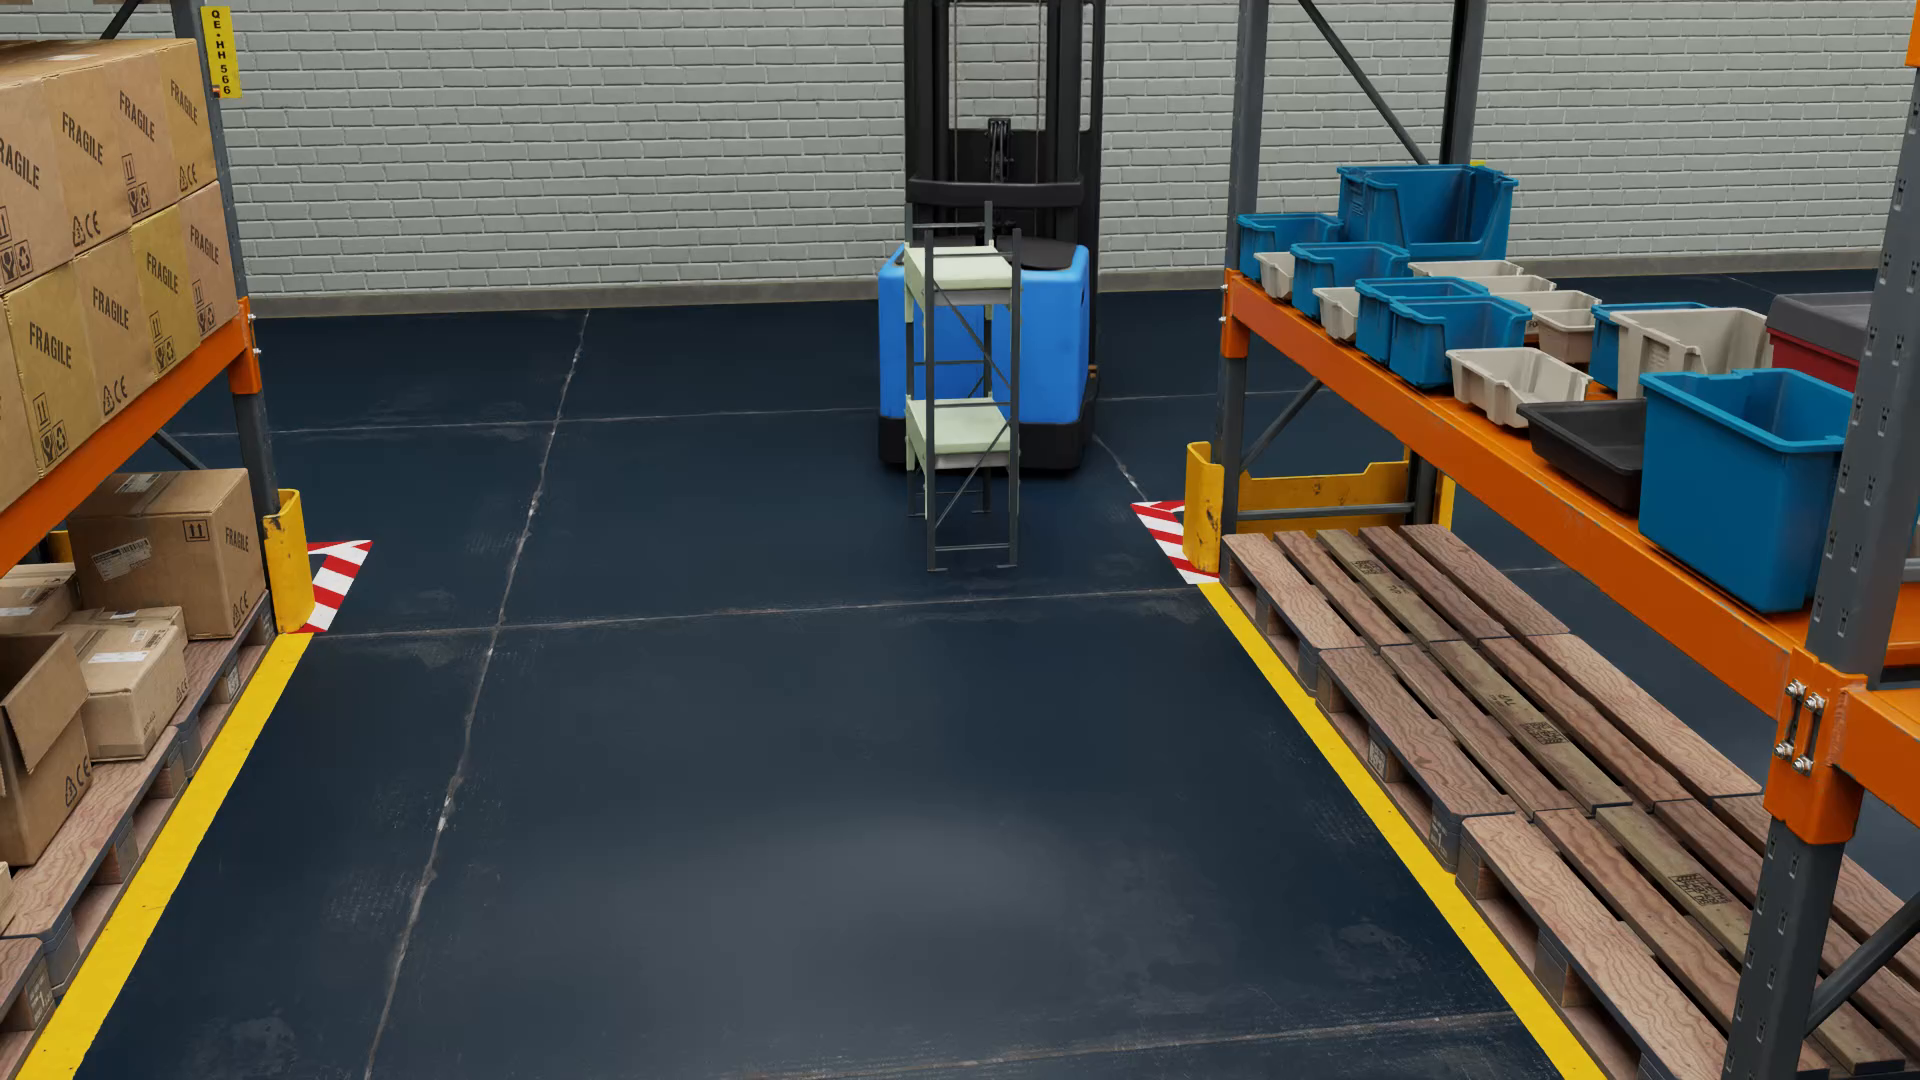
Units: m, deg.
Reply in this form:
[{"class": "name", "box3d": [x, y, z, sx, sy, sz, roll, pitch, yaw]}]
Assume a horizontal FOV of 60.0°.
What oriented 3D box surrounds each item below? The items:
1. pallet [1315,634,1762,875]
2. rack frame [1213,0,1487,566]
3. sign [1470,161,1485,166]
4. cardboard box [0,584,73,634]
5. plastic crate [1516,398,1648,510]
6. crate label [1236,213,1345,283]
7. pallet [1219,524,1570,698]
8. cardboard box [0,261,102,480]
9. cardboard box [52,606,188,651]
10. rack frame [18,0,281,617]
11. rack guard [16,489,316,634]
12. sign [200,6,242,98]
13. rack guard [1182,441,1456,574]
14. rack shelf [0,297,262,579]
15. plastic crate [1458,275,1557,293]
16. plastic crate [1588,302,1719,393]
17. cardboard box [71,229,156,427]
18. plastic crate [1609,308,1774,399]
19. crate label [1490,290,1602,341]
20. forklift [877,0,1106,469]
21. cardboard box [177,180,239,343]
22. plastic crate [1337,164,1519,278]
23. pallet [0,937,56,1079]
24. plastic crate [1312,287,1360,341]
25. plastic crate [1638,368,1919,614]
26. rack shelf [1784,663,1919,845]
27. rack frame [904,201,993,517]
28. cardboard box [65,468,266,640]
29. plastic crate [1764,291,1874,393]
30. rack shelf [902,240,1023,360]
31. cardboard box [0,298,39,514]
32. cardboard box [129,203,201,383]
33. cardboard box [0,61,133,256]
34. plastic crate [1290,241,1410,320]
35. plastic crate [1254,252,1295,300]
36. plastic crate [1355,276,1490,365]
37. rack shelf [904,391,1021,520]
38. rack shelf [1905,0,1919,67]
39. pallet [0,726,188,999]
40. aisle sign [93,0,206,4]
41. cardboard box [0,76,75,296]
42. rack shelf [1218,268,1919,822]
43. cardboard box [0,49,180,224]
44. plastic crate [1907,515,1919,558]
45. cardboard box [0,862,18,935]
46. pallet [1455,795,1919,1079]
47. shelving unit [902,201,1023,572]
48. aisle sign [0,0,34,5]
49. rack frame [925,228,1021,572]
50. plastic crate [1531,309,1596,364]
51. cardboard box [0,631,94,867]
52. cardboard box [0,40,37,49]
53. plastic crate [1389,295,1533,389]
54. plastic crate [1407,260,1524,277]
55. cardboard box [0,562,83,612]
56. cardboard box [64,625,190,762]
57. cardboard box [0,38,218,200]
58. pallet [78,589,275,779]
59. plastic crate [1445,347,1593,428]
[{"class": "pallet", "box3d": [1.877, 0.679, 5.596, 1.003, 0.211, 1.213, -3, 21, -8]}, {"class": "rack frame", "box3d": [1.624, -1.336, 7.006, 1.000, 3.000, 0.127, -3, 21, -8]}, {"class": "sign", "box3d": [2.166, -1.446, 7.067, 0.100, 0.325, 0.005, -3, 21, -8]}, {"class": "cardboard box", "box3d": [-3.408, 0.370, 5.739, 0.500, 0.250, 0.500, -3, 21, -8]}, {"class": "plastic crate", "box3d": [1.774, -0.224, 4.337, 0.437, 0.125, 0.590, -3, 21, -8]}, {"class": "crate label", "box3d": [1.334, -1.184, 6.751, 0.416, 0.233, 0.303, -3, 21, -8]}, {"class": "pallet", "box3d": [1.705, 0.258, 6.724, 1.003, 0.211, 1.213, -3, 21, -8]}, {"class": "cardboard box", "box3d": [-2.727, -0.466, 4.534, 0.500, 0.500, 0.500, -3, 21, -9]}, {"class": "cardboard box", "box3d": [-2.986, 0.354, 5.901, 0.380, 0.166, 0.250, -3, 21, -8]}, {"class": "rack frame", "box3d": [-3.278, -1.087, 6.340, 1.000, 3.000, 0.127, -3, 21, -8]}, {"class": "rack guard", "box3d": [-3.267, 0.110, 6.707, 1.175, 0.500, 0.348, -3, 21, -8]}, {"class": "sign", "box3d": [-2.726, -1.799, 6.139, 0.100, 0.325, 0.005, -3, 21, -8]}, {"class": "rack guard", "box3d": [1.608, -0.173, 7.464, 1.175, 0.500, 0.348, -3, 21, -8]}, {"class": "rack shelf", "box3d": [-2.990, -0.058, 4.612, 1.077, 0.370, 4.000, -3, 21, -8]}, {"class": "plastic crate", "box3d": [1.948, -0.866, 6.039, 0.396, 0.136, 0.243, -3, 21, -8]}, {"class": "plastic crate", "box3d": [2.174, -0.588, 5.156, 0.416, 0.233, 0.300, -3, 21, -8]}, {"class": "cardboard box", "box3d": [-2.799, -0.640, 5.001, 0.500, 0.500, 0.500, -3, 21, -7]}, {"class": "plastic crate", "box3d": [2.163, -0.462, 4.749, 0.437, 0.282, 0.530, -3, 21, -8]}, {"class": "crate label", "box3d": [2.013, -0.771, 5.785, 0.396, 0.136, 0.243, -3, 21, -8]}, {"class": "forklift", "box3d": [0.269, -2.209, 9.443, 1.130, 2.935, 3.031, 2, 21, 7]}, {"class": "cardboard box", "box3d": [-2.944, -0.993, 5.945, 0.500, 0.500, 0.500, -2, 21, -6]}, {"class": "plastic crate", "box3d": [1.857, -1.274, 6.704, 0.616, 0.435, 0.499, -3, 21, -8]}, {"class": "pallet", "box3d": [-2.799, 1.366, 3.757, 1.003, 0.211, 1.213, -3, 21, -8]}, {"class": "plastic crate", "box3d": [1.396, -0.788, 5.831, 0.250, 0.136, 0.298, -3, 21, -8]}, {"class": "plastic crate", "box3d": [1.796, -0.116, 3.677, 0.392, 0.384, 0.575, -3, 21, -8]}, {"class": "rack shelf", "box3d": [2.489, 1.078, 1.570, 1.077, 0.370, 4.000, -3, 21, -8]}, {"class": "rack frame", "box3d": [-0.052, -0.827, 7.787, 0.400, 1.500, 0.023, -3, 21, -8]}, {"class": "cardboard box", "box3d": [-2.956, 0.053, 6.230, 0.500, 0.500, 0.500, -3, 21, -8]}, {"class": "plastic crate", "box3d": [2.320, -0.331, 4.138, 0.402, 0.464, 0.583, -3, 21, -8]}, {"class": "rack shelf", "box3d": [0.001, -1.066, 7.311, 0.431, 0.370, 0.720, -3, 21, -8]}, {"class": "cardboard box", "box3d": [-2.652, -0.290, 4.063, 0.500, 0.500, 0.500, -3, 21, -8]}, {"class": "cardboard box", "box3d": [-2.866, -0.813, 5.464, 0.500, 0.500, 0.500, -3, 21, -7]}, {"class": "cardboard box", "box3d": [-2.789, -1.108, 4.824, 0.500, 0.500, 0.500, -2, 21, -6]}, {"class": "plastic crate", "box3d": [1.429, -0.956, 6.141, 0.416, 0.233, 0.300, -3, 21, -8]}, {"class": "plastic crate", "box3d": [1.298, -1.023, 6.460, 0.250, 0.136, 0.298, -3, 21, -8]}, {"class": "plastic crate", "box3d": [1.524, -0.728, 5.531, 0.416, 0.233, 0.300, -3, 21, -8]}, {"class": "rack shelf", "box3d": [0.001, -0.395, 7.562, 0.431, 0.370, 0.720, -3, 21, -8]}, {"class": "rack shelf", "box3d": [1.913, -1.712, 4.753, 1.077, 0.370, 4.000, -3, 21, -8]}, {"class": "pallet", "box3d": [-2.978, 0.943, 4.891, 1.003, 0.211, 1.213, -3, 21, -8]}, {"class": "aisle sign", "box3d": [-2.985, -2.344, 5.990, 0.394, 0.787, 0.004, -3, 21, -8]}, {"class": "cardboard box", "box3d": [-2.715, -0.930, 4.348, 0.500, 0.500, 0.500, -2, 21, -6]}, {"class": "rack shelf", "box3d": [1.913, -0.306, 5.278, 1.077, 0.370, 4.000, -3, 21, -8]}, {"class": "cardboard box", "box3d": [-2.868, -1.288, 5.304, 0.500, 0.500, 0.500, -2, 21, -6]}, {"class": "plastic crate", "box3d": [2.275, -0.024, 3.784, 0.396, 0.136, 0.243, -3, 21, -8]}, {"class": "cardboard box", "box3d": [-2.682, 0.963, 4.270, 0.380, 0.166, 0.250, -3, 21, -8]}, {"class": "pallet", "box3d": [2.056, 1.103, 4.462, 1.003, 0.211, 1.213, -3, 21, -8]}, {"class": "shelving unit", "box3d": [0.001, -0.700, 7.448, 0.431, 1.500, 0.755, -3, 21, -8]}, {"class": "aisle sign", "box3d": [-3.578, -2.314, 5.909, 0.394, 0.787, 0.004, -3, 21, -8]}, {"class": "rack frame", "box3d": [0.054, -0.574, 7.108, 0.400, 1.500, 0.023, -3, 21, -8]}, {"class": "plastic crate", "box3d": [2.074, -0.669, 5.513, 0.298, 0.136, 0.250, -3, 21, -8]}, {"class": "cardboard box", "box3d": [-2.977, 0.611, 4.733, 0.797, 0.503, 0.637, -3, 21, -8]}, {"class": "cardboard box", "box3d": [-3.475, -1.436, 5.701, 0.500, 0.500, 0.500, -2, 21, -6]}, {"class": "plastic crate", "box3d": [1.567, -0.624, 5.253, 0.416, 0.233, 0.300, -3, 21, -8]}, {"class": "plastic crate", "box3d": [1.921, -0.967, 6.310, 0.396, 0.136, 0.243, -3, 21, -8]}, {"class": "cardboard box", "box3d": [-3.558, 0.204, 6.328, 0.380, 0.149, 0.250, -3, 21, -8]}, {"class": "cardboard box", "box3d": [-2.849, 0.501, 5.389, 0.500, 0.250, 0.500, -3, 21, -8]}, {"class": "cardboard box", "box3d": [-2.942, -1.462, 5.773, 0.500, 0.500, 0.500, -3, 21, -8]}, {"class": "pallet", "box3d": [-3.151, 0.521, 6.019, 1.003, 0.211, 1.213, -3, 21, -8]}, {"class": "plastic crate", "box3d": [1.652, -0.443, 4.907, 0.293, 0.136, 0.466, -3, 21, -8]}]
